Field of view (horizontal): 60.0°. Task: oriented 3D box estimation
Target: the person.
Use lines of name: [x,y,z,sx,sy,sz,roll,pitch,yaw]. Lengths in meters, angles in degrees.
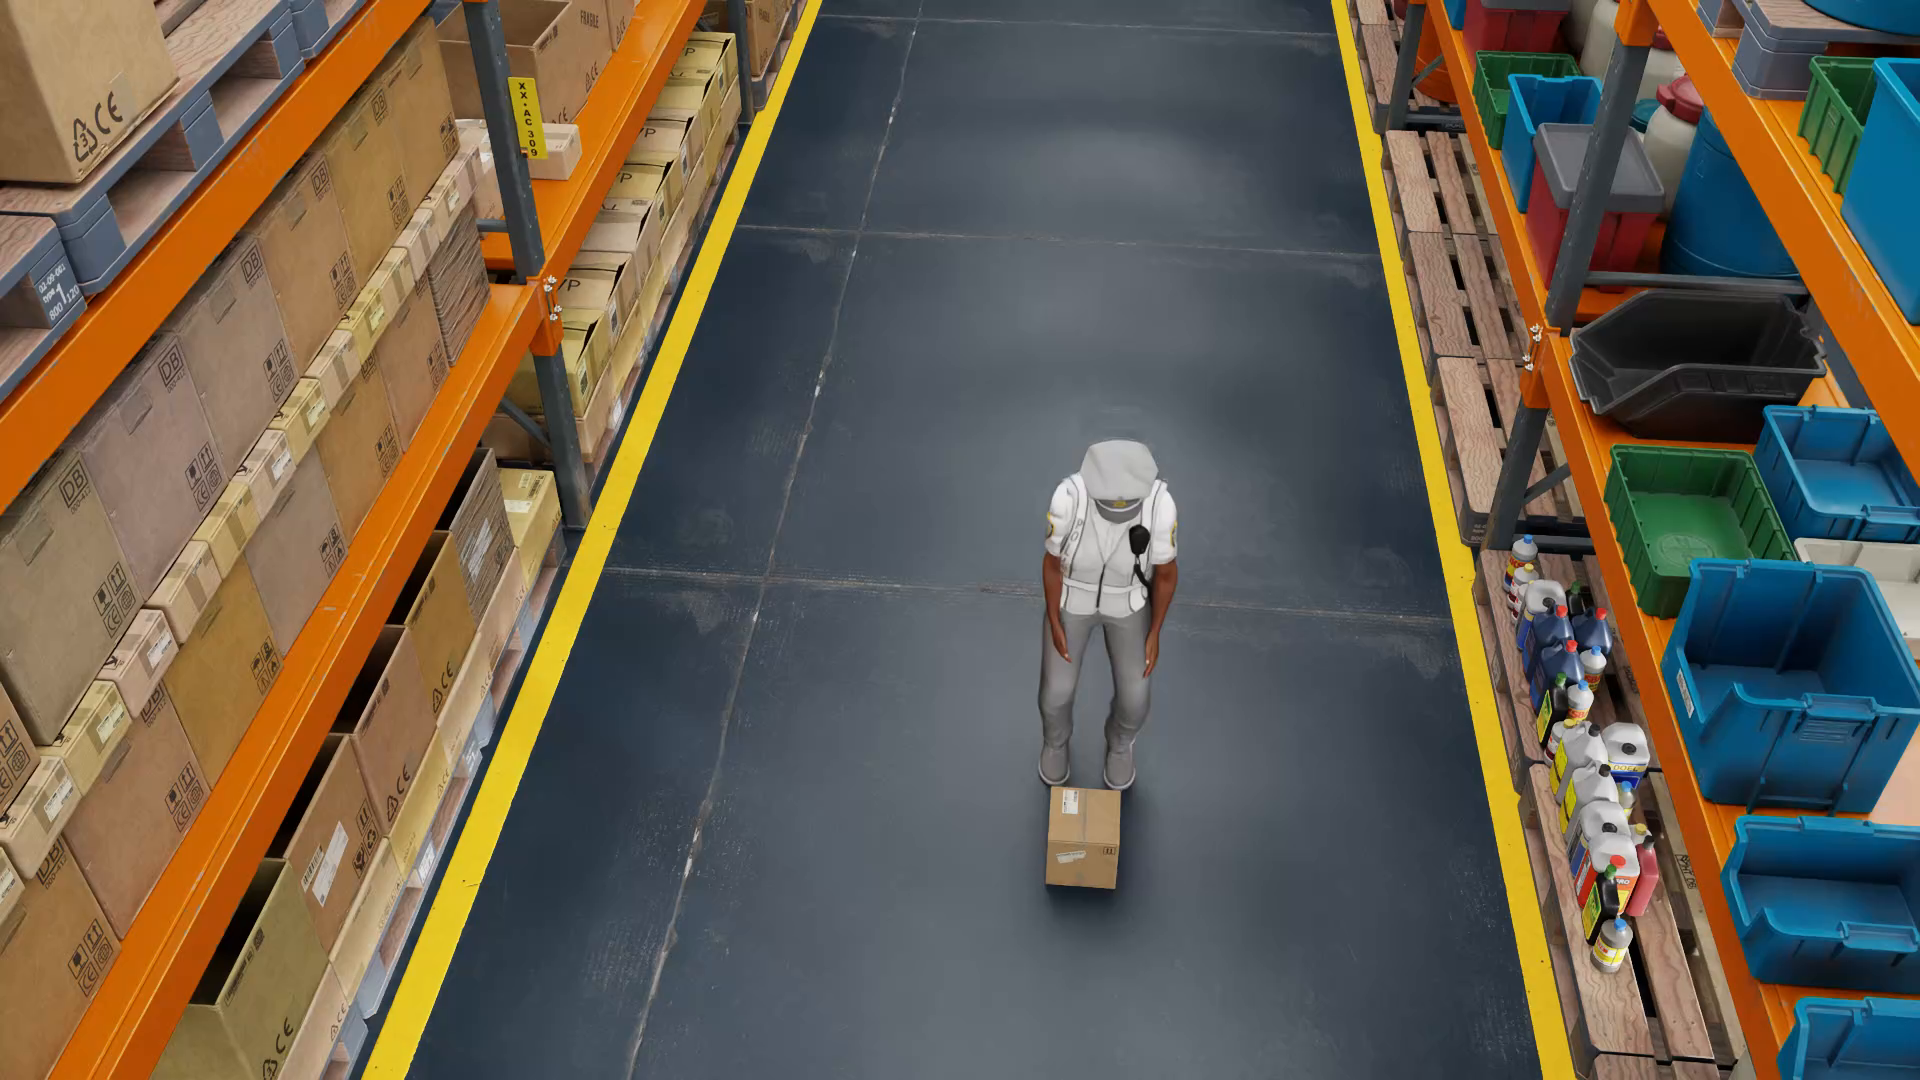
person: [0.484,0.635,6.047,0.479,0.847,0.868,3,40,4]
